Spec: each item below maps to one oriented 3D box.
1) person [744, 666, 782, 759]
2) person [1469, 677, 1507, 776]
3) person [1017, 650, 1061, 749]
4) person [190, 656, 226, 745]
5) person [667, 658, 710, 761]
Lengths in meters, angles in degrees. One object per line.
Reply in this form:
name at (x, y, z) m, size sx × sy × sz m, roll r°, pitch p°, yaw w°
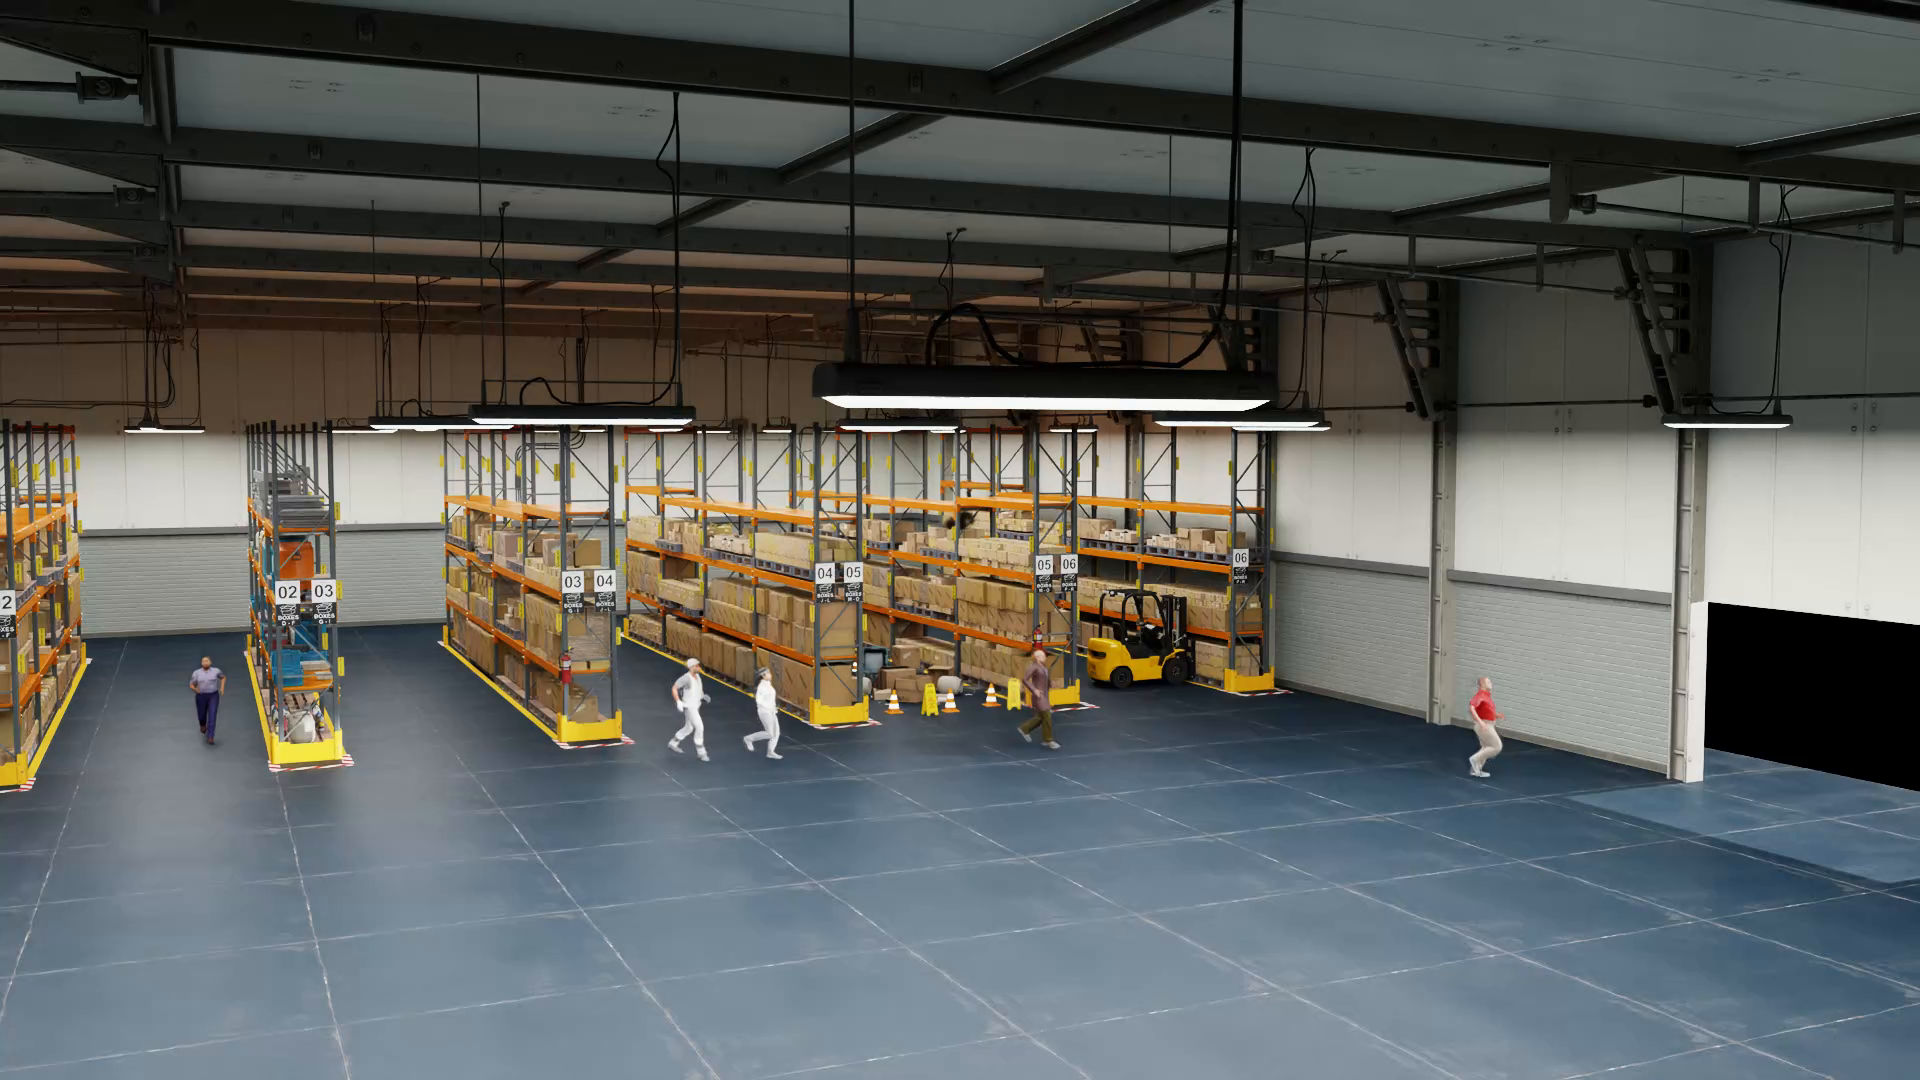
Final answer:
person at (-3.489, 3.055, 29.522) m, size 0.677 × 1.668 × 0.613 m, roll 0°, pitch 4°, yaw 4°
person at (8.843, 3.135, 27.859) m, size 0.590 × 1.682 × 0.656 m, roll 1°, pitch 4°, yaw 21°
person at (1.449, 2.918, 30.587) m, size 0.886 × 1.786 × 0.711 m, roll 1°, pitch 4°, yaw 22°
person at (-14.060, 2.968, 31.098) m, size 0.621 × 1.614 × 0.932 m, roll -2°, pitch 4°, yaw -23°
person at (-4.808, 3.015, 29.496) m, size 0.880 × 1.847 × 0.669 m, roll 1°, pitch 4°, yaw 15°
